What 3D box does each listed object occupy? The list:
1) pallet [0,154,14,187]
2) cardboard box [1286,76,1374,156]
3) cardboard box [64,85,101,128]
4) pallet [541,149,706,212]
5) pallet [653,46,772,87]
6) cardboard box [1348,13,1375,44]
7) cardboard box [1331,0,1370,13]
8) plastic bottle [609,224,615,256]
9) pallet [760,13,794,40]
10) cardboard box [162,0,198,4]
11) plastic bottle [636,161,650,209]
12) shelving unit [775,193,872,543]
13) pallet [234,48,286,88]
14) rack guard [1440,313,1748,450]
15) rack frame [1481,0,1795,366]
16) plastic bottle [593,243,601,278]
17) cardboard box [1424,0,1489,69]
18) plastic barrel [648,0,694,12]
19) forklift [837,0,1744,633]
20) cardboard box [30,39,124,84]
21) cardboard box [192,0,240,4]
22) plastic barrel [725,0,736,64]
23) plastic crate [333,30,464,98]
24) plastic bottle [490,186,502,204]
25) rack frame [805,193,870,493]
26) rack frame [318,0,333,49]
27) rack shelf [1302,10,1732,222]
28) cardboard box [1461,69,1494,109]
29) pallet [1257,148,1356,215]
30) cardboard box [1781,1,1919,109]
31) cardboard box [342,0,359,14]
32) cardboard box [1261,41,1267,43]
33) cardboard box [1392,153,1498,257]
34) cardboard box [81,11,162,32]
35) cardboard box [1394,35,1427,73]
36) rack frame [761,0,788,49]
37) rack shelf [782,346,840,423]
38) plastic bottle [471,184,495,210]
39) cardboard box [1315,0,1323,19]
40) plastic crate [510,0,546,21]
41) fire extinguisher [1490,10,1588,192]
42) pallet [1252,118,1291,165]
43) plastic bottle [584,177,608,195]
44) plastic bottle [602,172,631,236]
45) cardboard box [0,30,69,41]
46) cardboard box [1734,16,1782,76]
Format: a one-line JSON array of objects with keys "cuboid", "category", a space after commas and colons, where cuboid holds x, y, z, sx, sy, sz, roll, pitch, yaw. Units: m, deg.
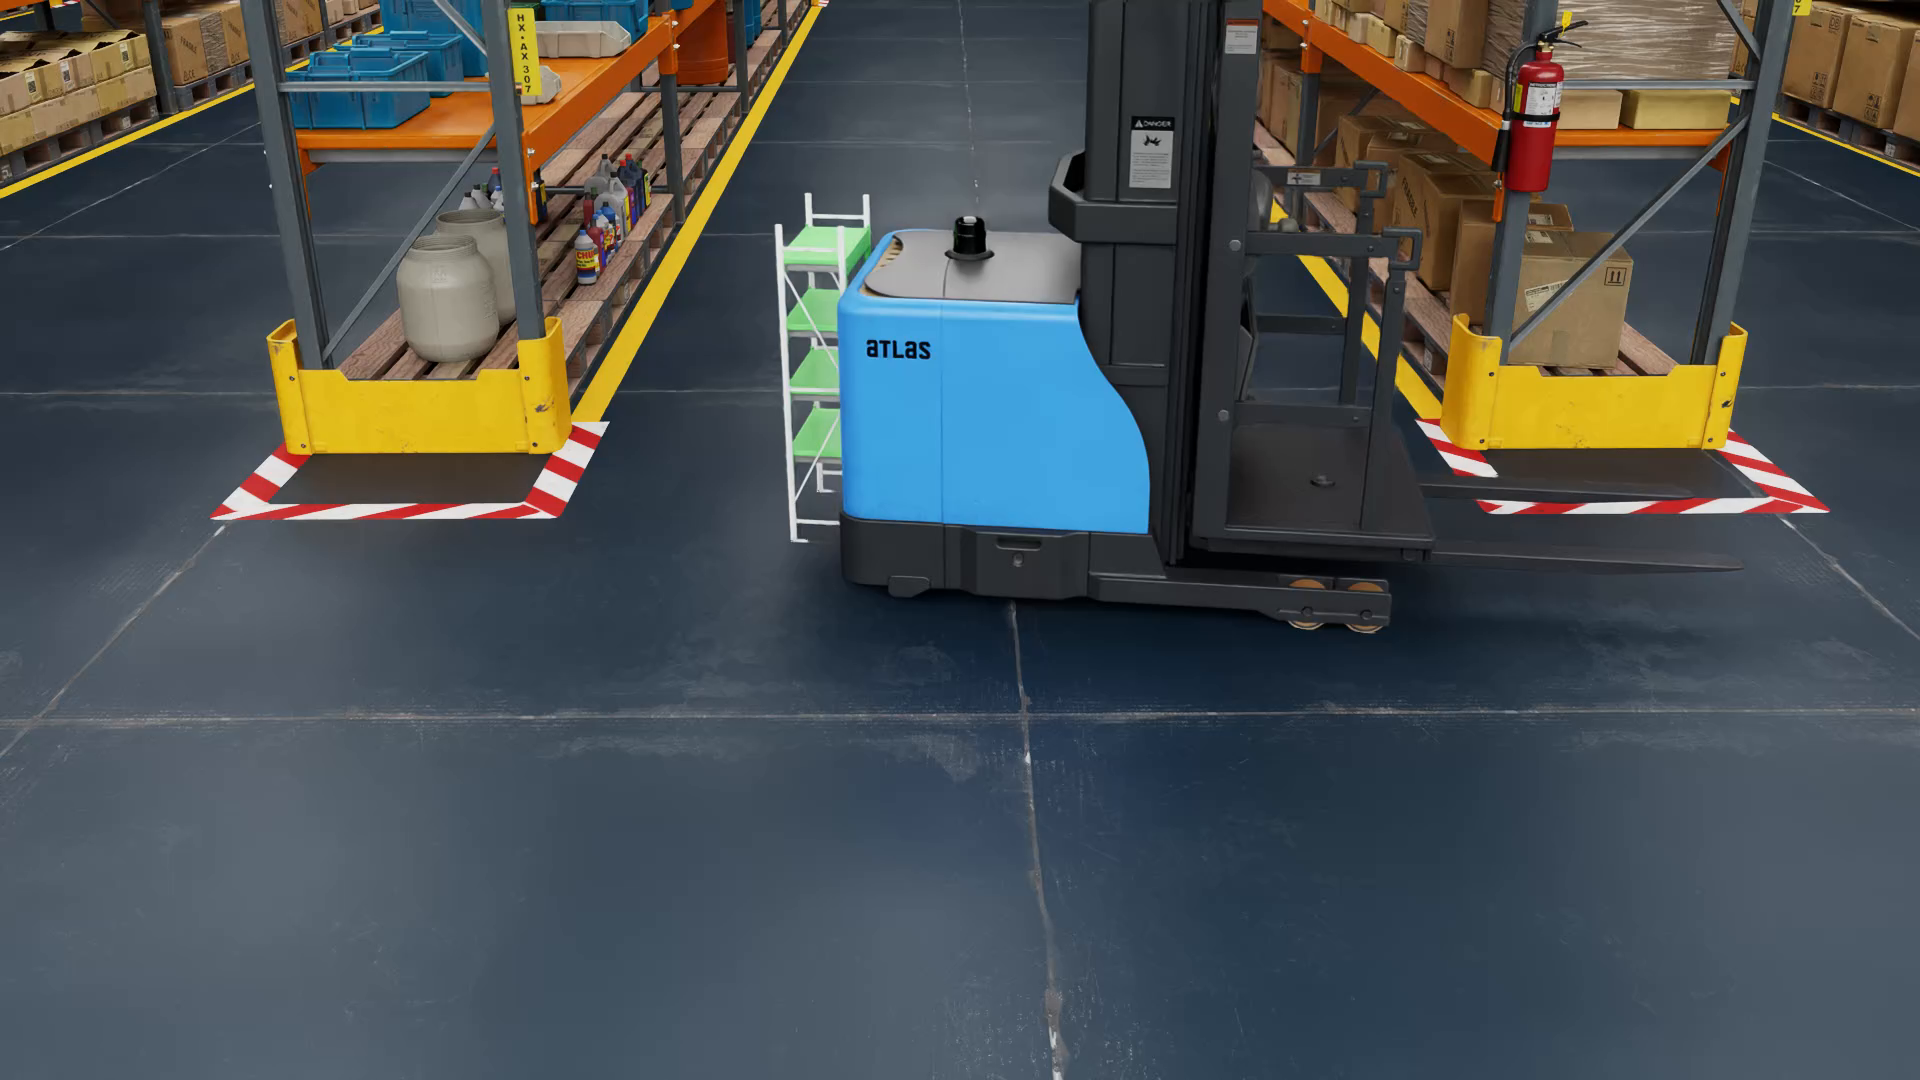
[{"cuboid": [-7.287, -2.431, 11.370, 1.003, 0.211, 1.213, 0, 24, -1], "category": "pallet"}, {"cuboid": [2.695, -2.953, 11.638, 0.700, 0.500, 0.500, 0, 24, -1], "category": "cardboard box"}, {"cuboid": [-7.022, -3.350, 12.844, 0.500, 0.250, 0.500, 0, 24, 1], "category": "cardboard box"}, {"cuboid": [-2.334, -2.472, 11.460, 1.003, 0.211, 1.213, 0, 24, -1], "category": "pallet"}, {"cuboid": [-2.391, -4.623, 16.216, 1.003, 0.211, 1.213, 0, 24, -1], "category": "pallet"}, {"cuboid": [2.362, -2.825, 9.161, 0.380, 0.149, 0.250, 0, 24, -1], "category": "cardboard box"}, {"cuboid": [2.580, -3.231, 9.271, 0.875, 0.500, 0.500, 0, 24, -1], "category": "cardboard box"}, {"cuboid": [-1.957, -1.668, 9.160, 0.097, 0.201, 0.097, 0, 24, 0], "category": "plastic bottle"}, {"cuboid": [-2.421, -5.748, 18.703, 1.003, 0.211, 1.213, 0, 24, -1], "category": "pallet"}, {"cuboid": [-7.548, -5.279, 15.872, 0.500, 0.250, 0.500, -1, 24, -2], "category": "cardboard box"}, {"cuboid": [-1.951, -2.185, 10.204, 0.061, 0.283, 0.133, 1, 24, 2], "category": "plastic bottle"}, {"cuboid": [-0.485, -0.637, 6.201, 0.258, 1.200, 0.503, 3, 24, 7], "category": "shelving unit"}, {"cuboid": [-7.264, -4.585, 16.133, 1.003, 0.211, 1.213, 0, 24, -1], "category": "pallet"}, {"cuboid": [2.709, -0.686, 7.159, 1.175, 0.500, 0.348, 0, 24, -1], "category": "rack guard"}, {"cuboid": [2.710, -1.793, 6.575, 1.000, 3.000, 0.127, 0, 24, -1], "category": "rack frame"}, {"cuboid": [-1.952, -1.488, 8.761, 0.097, 0.201, 0.097, 0, 24, 0], "category": "plastic bottle"}, {"cuboid": [2.606, -2.407, 7.449, 0.875, 0.500, 0.500, 0, 24, -1], "category": "cardboard box"}, {"cuboid": [-1.988, -3.808, 10.422, 0.600, 0.901, 0.708, 0, 24, -1], "category": "plastic barrel"}, {"cuboid": [1.140, -1.257, 5.472, 3.031, 2.935, 1.130, 3, 25, 7], "category": "forklift"}, {"cuboid": [-7.019, -3.812, 13.185, 0.500, 0.311, 0.500, -1, 24, -1], "category": "cardboard box"}, {"cuboid": [-7.025, -4.935, 16.020, 0.500, 0.500, 0.500, -1, 24, -2], "category": "cardboard box"}, {"cuboid": [-2.365, -4.827, 15.699, 0.600, 0.588, 0.708, 0, 24, -1], "category": "plastic barrel"}, {"cuboid": [-2.549, -2.176, 7.601, 0.499, 0.251, 0.408, 0, 24, -1], "category": "plastic crate"}, {"cuboid": [-2.652, -1.904, 9.597, 0.097, 0.271, 0.097, 0, 24, 0], "category": "plastic bottle"}, {"cuboid": [-0.454, -0.737, 6.421, 0.240, 1.200, 0.015, 3, 24, 7], "category": "rack frame"}, {"cuboid": [-7.327, -6.695, 17.413, 1.000, 3.000, 0.127, 0, 24, -1], "category": "rack frame"}, {"cuboid": [2.688, -2.290, 8.545, 1.077, 0.370, 4.000, 0, 24, -1], "category": "rack shelf"}, {"cuboid": [2.444, -2.001, 7.339, 0.380, 0.149, 0.250, 0, 24, -1], "category": "cardboard box"}, {"cuboid": [2.656, -2.492, 11.503, 1.003, 0.211, 1.213, 0, 24, -1], "category": "pallet"}, {"cuboid": [7.500, -3.985, 13.642, 1.050, 0.750, 0.750, -1, 24, -1], "category": "cardboard box"}, {"cuboid": [-7.135, -6.135, 19.079, 0.380, 0.166, 0.250, 0, 24, -1], "category": "cardboard box"}, {"cuboid": [2.650, -3.875, 13.678, 0.700, 0.500, 0.500, -2, 24, -3], "category": "cardboard box"}, {"cuboid": [2.730, -1.837, 9.197, 0.500, 0.500, 0.500, -2, 24, -5], "category": "cardboard box"}, {"cuboid": [-7.528, -4.493, 15.043, 0.500, 0.500, 0.500, 1, 24, 2], "category": "cardboard box"}, {"cuboid": [2.379, -2.413, 8.250, 0.380, 0.149, 0.250, 0, 24, -1], "category": "cardboard box"}, {"cuboid": [-2.374, -6.716, 17.459, 1.000, 3.000, 0.127, 0, 24, -1], "category": "rack frame"}, {"cuboid": [-0.485, -0.579, 6.227, 0.258, 0.148, 0.480, 3, 24, 7], "category": "rack shelf"}, {"cuboid": [-2.686, -1.825, 9.327, 0.144, 0.351, 0.185, 0, 24, -1], "category": "plastic bottle"}, {"cuboid": [2.368, -3.237, 10.072, 0.380, 0.149, 0.250, 0, 24, -1], "category": "cardboard box"}, {"cuboid": [-2.408, -3.175, 9.705, 0.767, 0.338, 0.504, 0, 24, -1], "category": "plastic crate"}, {"cuboid": [2.250, -1.709, 6.482, 0.296, 0.674, 0.183, 0, 24, -1], "category": "fire extinguisher"}, {"cuboid": [2.640, -2.996, 12.618, 1.003, 0.211, 1.213, 0, 24, -1], "category": "pallet"}, {"cuboid": [-2.137, -2.025, 9.858, 0.152, 0.276, 0.135, 0, 24, -1], "category": "plastic bottle"}, {"cuboid": [-1.986, -1.937, 9.572, 0.144, 0.351, 0.185, 0, 24, -1], "category": "plastic bottle"}, {"cuboid": [-7.571, -4.024, 13.653, 0.500, 0.311, 0.500, 1, 24, 1], "category": "cardboard box"}, {"cuboid": [7.315, -4.393, 14.847, 0.500, 0.500, 0.500, 0, 24, -1], "category": "cardboard box"}]
